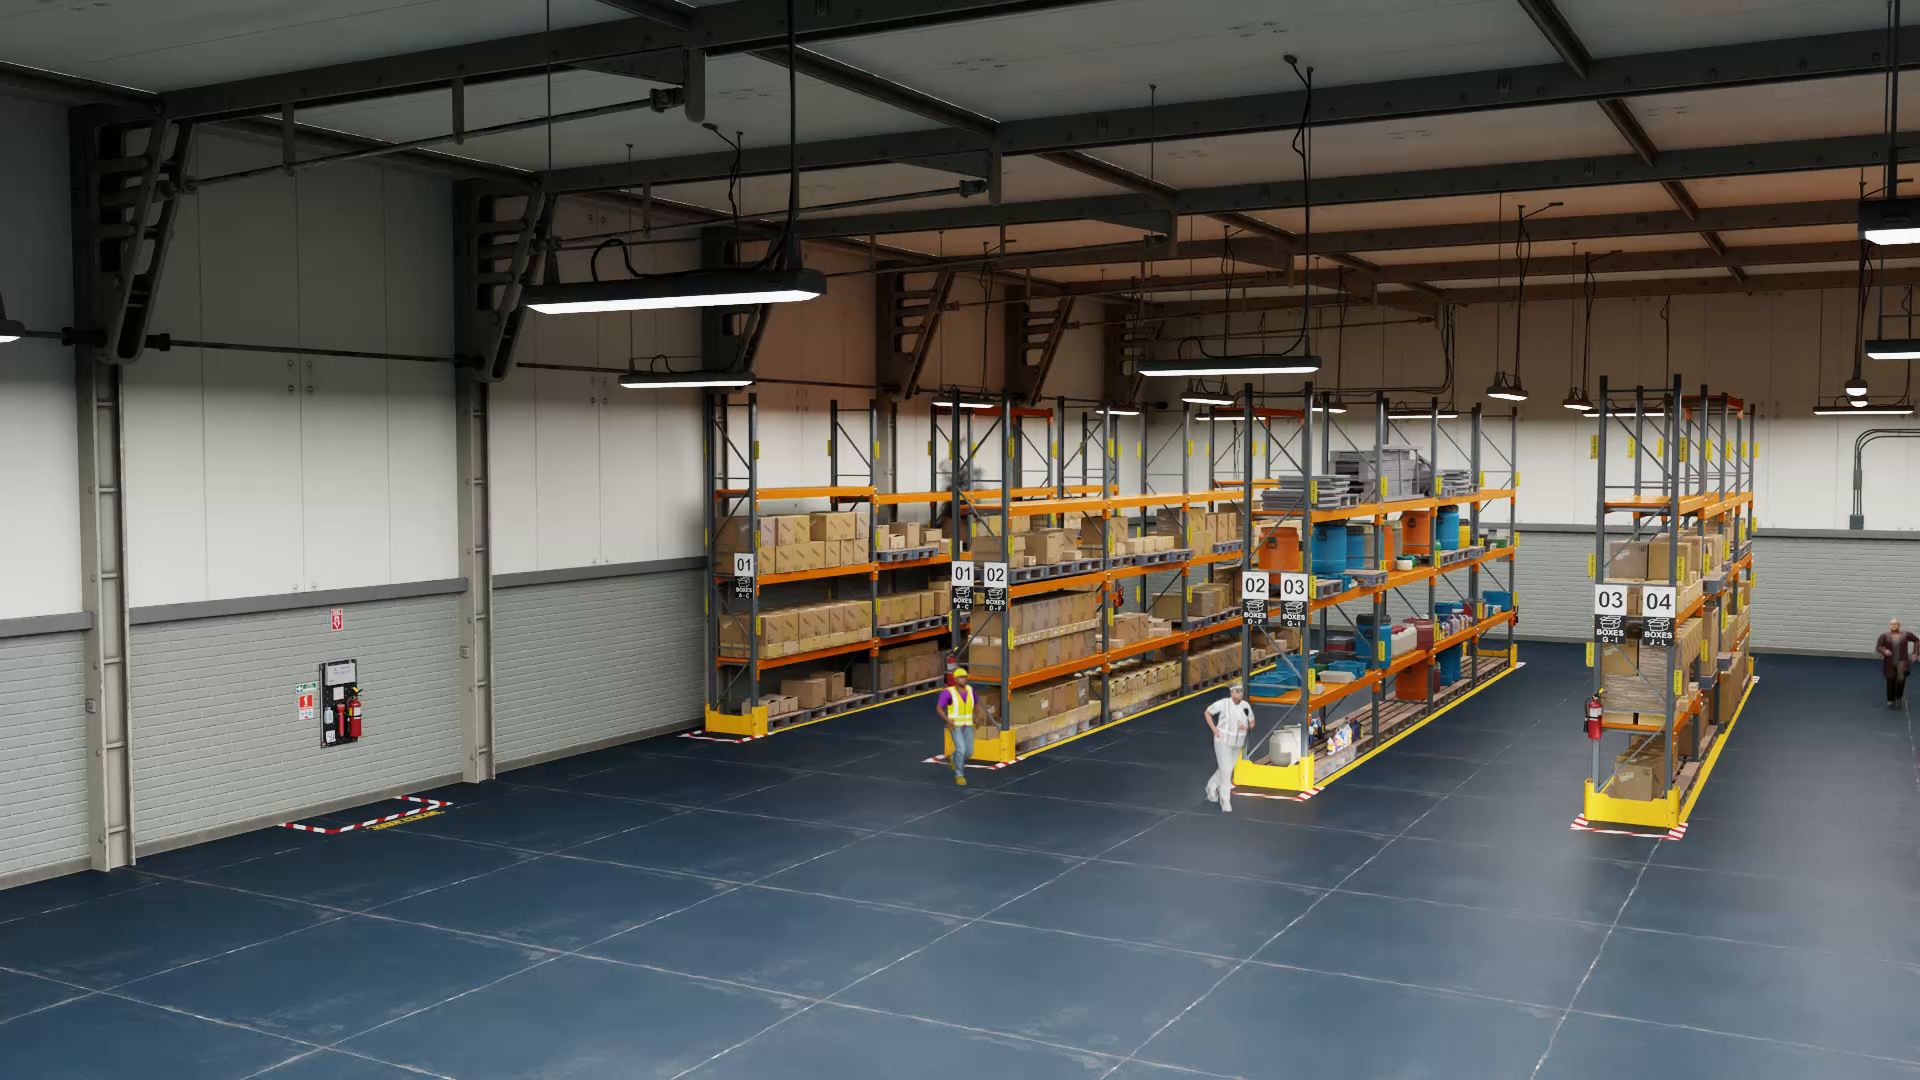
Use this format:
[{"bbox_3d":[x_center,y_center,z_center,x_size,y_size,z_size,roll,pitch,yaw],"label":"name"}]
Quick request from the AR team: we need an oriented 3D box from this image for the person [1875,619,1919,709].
[{"bbox_3d":[18.026,2.384,31.989,0.730,1.736,0.903,2,4,35],"label":"person"}]

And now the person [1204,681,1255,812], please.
[{"bbox_3d":[3.815,2.882,23.408,0.667,1.830,0.811,-1,3,-23],"label":"person"}]

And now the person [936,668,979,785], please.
[{"bbox_3d":[-0.030,2.790,25.126,0.736,1.730,0.630,-2,4,-31],"label":"person"}]
